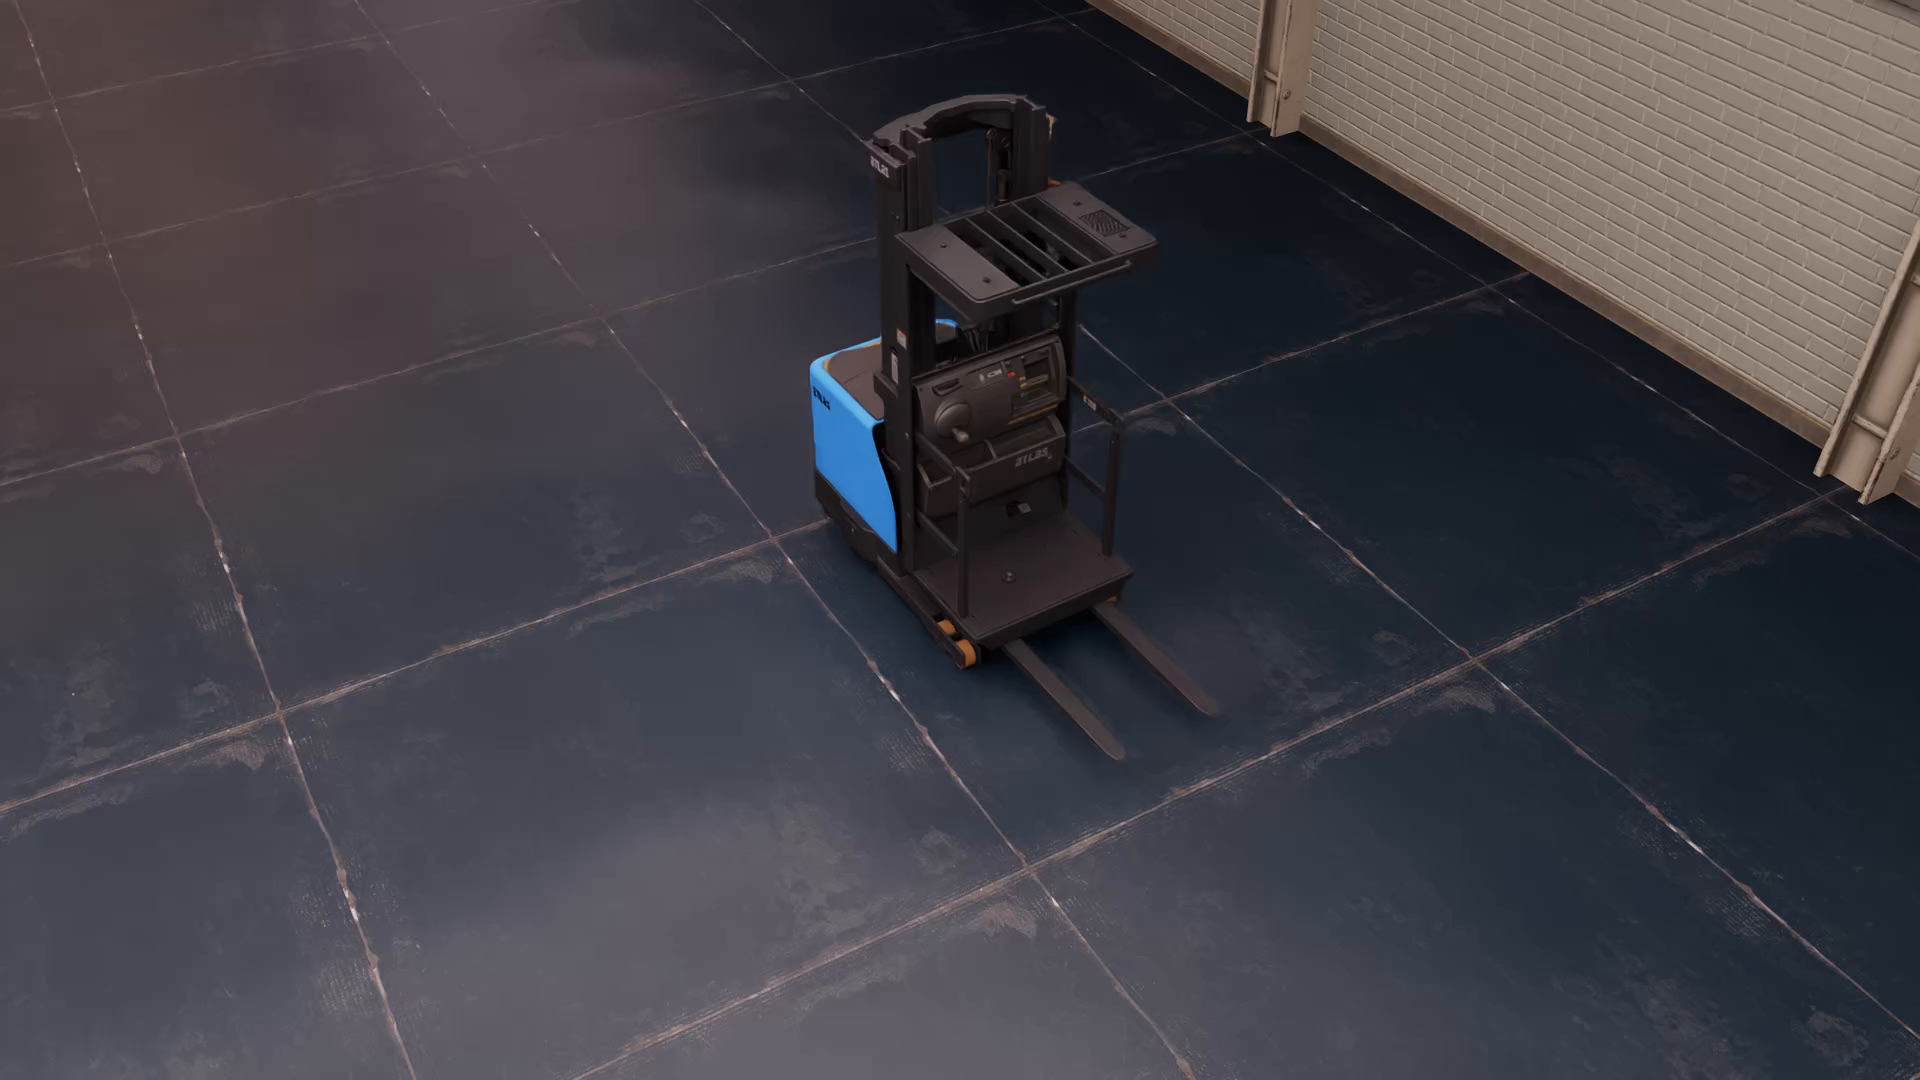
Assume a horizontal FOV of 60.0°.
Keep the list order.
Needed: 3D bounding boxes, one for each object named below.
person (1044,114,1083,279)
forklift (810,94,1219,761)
[{"bbox_3d":[0.596,-2.310,11.931,0.770,1.551,0.704,-19,43,-22],"label":"person"},{"bbox_3d":[0.294,-0.744,8.933,1.130,2.935,3.031,-22,44,-24],"label":"forklift"}]
